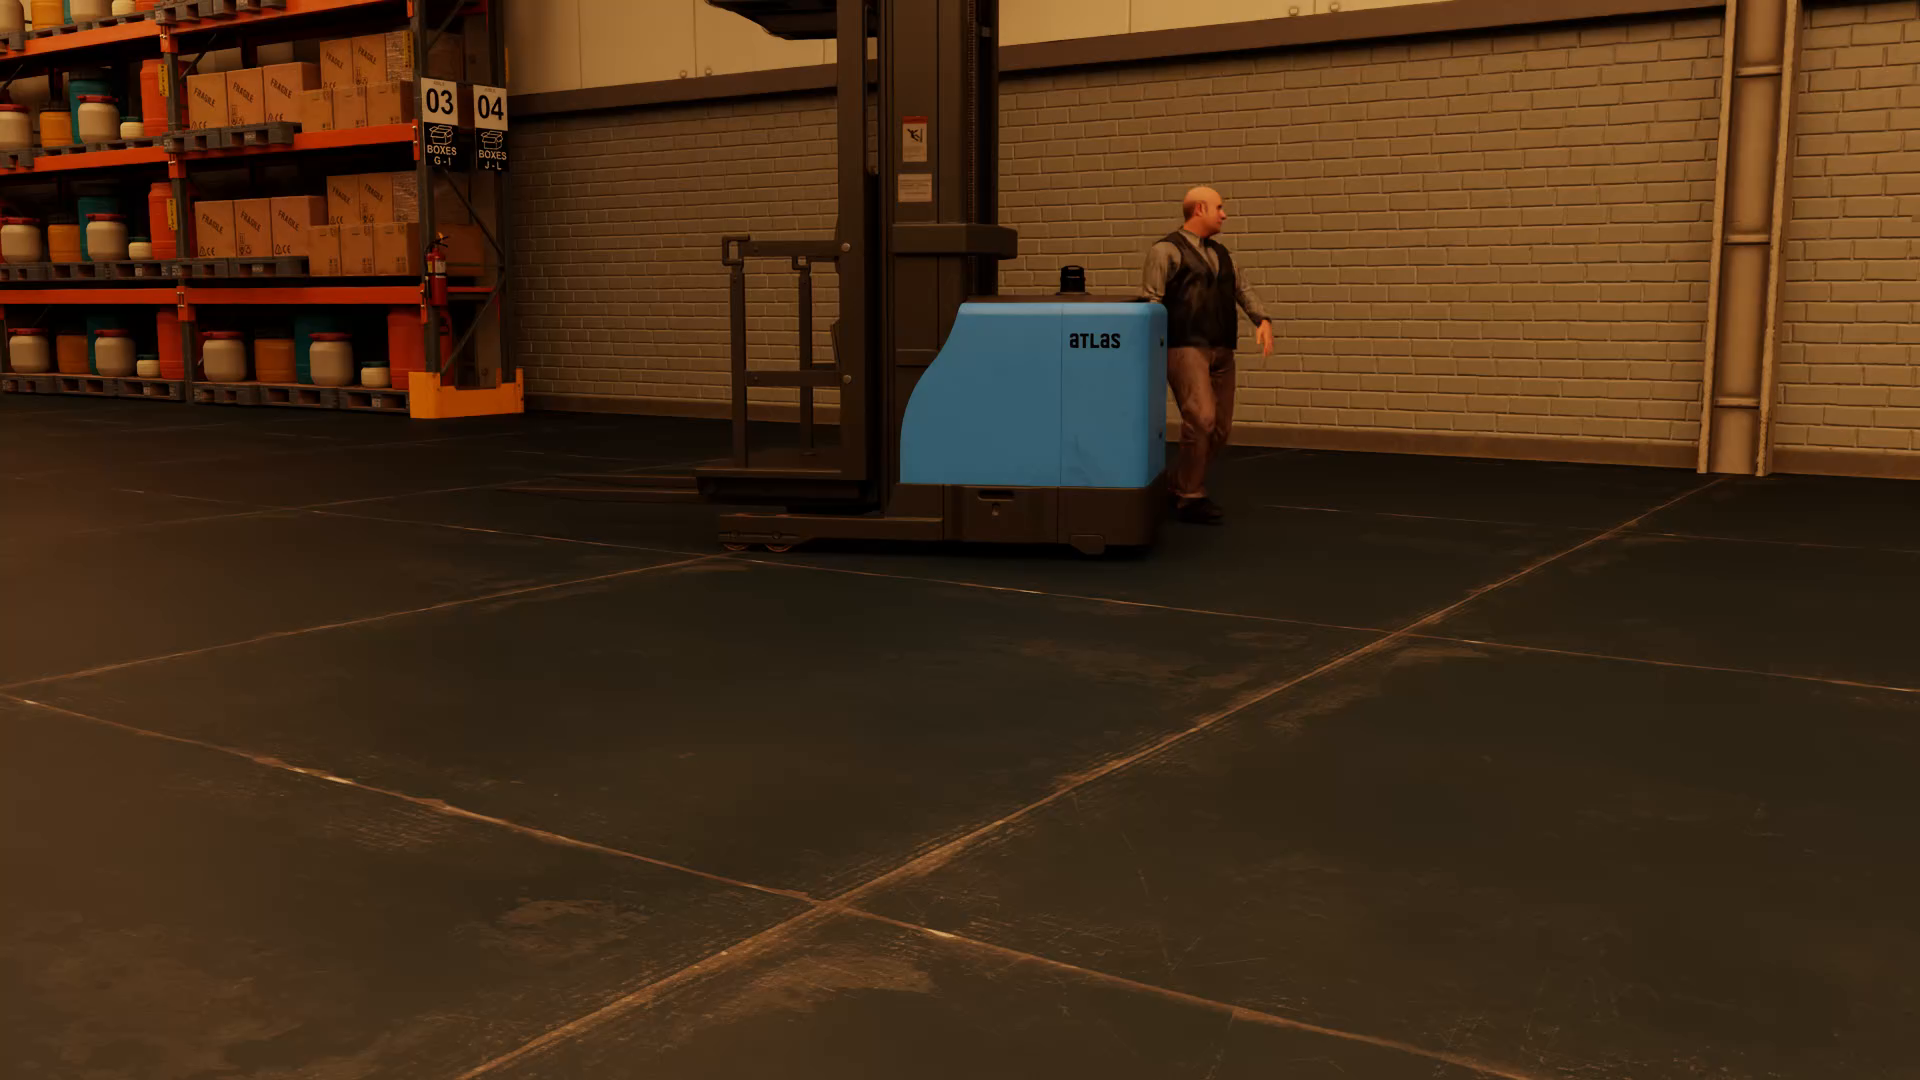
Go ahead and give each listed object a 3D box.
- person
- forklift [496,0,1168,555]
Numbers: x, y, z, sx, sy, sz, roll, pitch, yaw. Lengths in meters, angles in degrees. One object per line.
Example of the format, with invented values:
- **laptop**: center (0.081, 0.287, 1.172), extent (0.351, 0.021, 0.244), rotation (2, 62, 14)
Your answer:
- **person**: center (1.188, -0.938, 8.360), extent (0.662, 1.659, 0.718), rotation (-7, 11, -40)
- **forklift**: center (-0.596, -1.469, 7.520), extent (3.031, 2.935, 1.130), rotation (2, 8, 12)
